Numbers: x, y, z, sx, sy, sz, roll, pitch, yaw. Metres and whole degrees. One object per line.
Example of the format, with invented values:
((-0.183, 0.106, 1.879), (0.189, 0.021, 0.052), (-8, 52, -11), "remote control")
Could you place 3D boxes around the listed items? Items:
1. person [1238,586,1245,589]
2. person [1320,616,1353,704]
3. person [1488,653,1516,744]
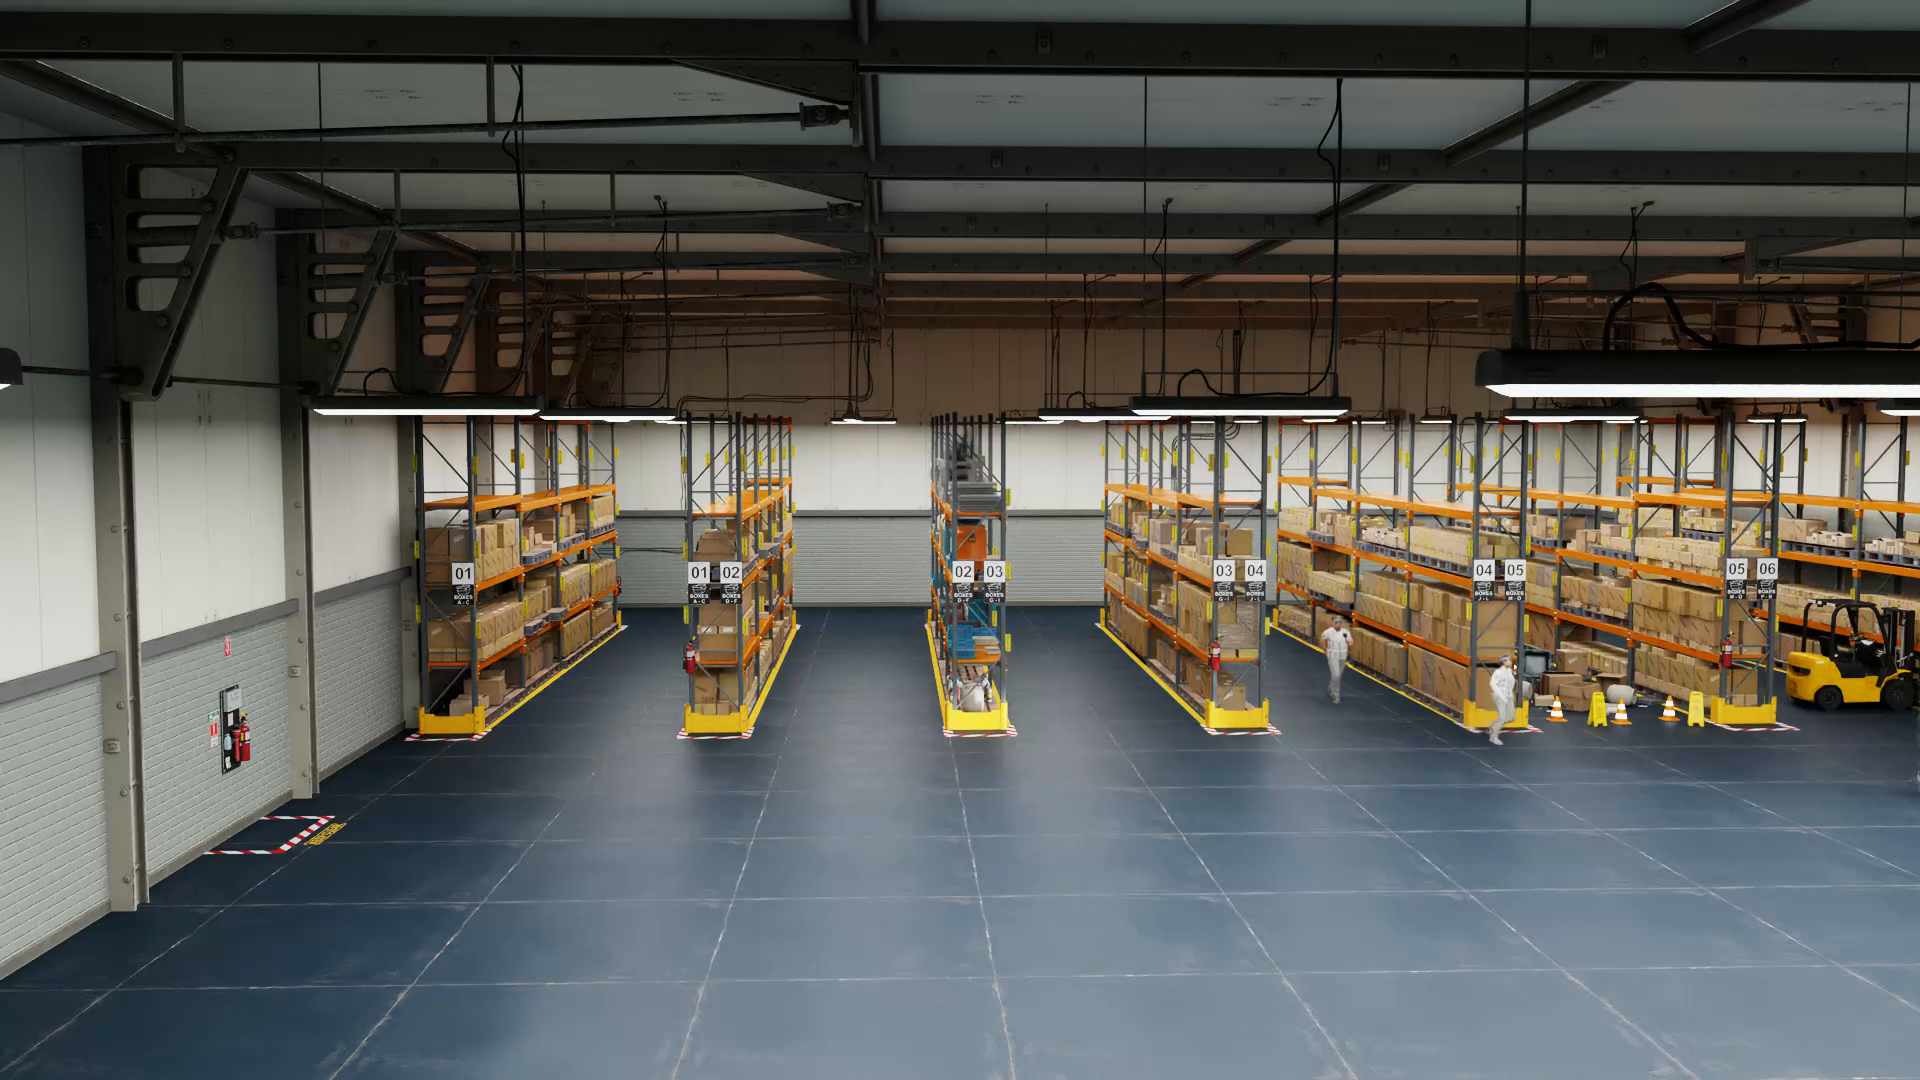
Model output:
((7.877, 1.762, 46.880), (0.574, 1.548, 0.558), (-1, 4, -8), "person")
((7.888, 2.485, 34.726), (0.631, 1.848, 0.813), (-1, 4, -10), "person")
((9.867, 2.864, 30.210), (0.665, 1.637, 0.506), (-3, 5, -38), "person")
